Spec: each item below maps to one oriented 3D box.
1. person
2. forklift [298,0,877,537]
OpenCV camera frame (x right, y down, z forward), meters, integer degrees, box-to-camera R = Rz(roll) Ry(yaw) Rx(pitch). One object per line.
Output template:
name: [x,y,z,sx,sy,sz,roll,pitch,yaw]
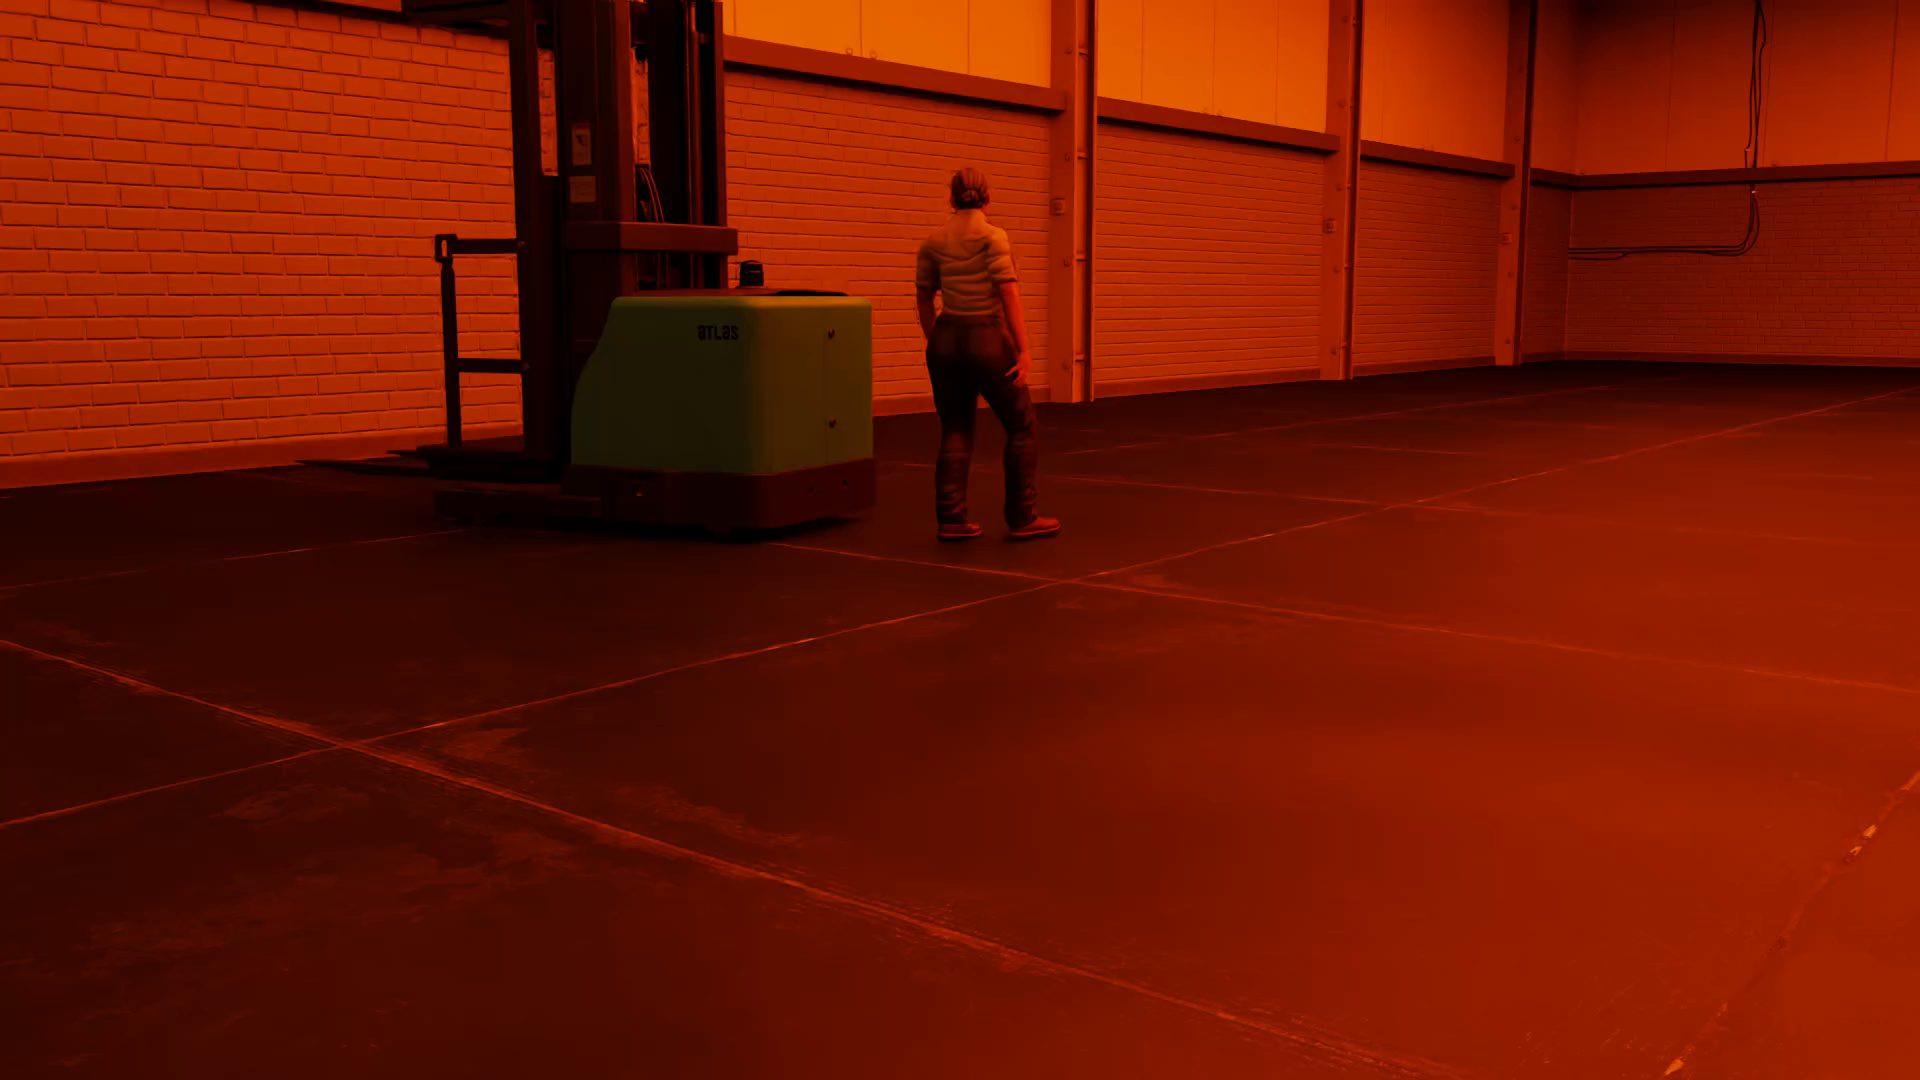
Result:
person: [0.101,-0.829,7.444,0.620,1.635,0.552,5,10,33]
forklift: [-1.956,-1.585,8.115,3.031,2.935,1.130,4,9,27]
